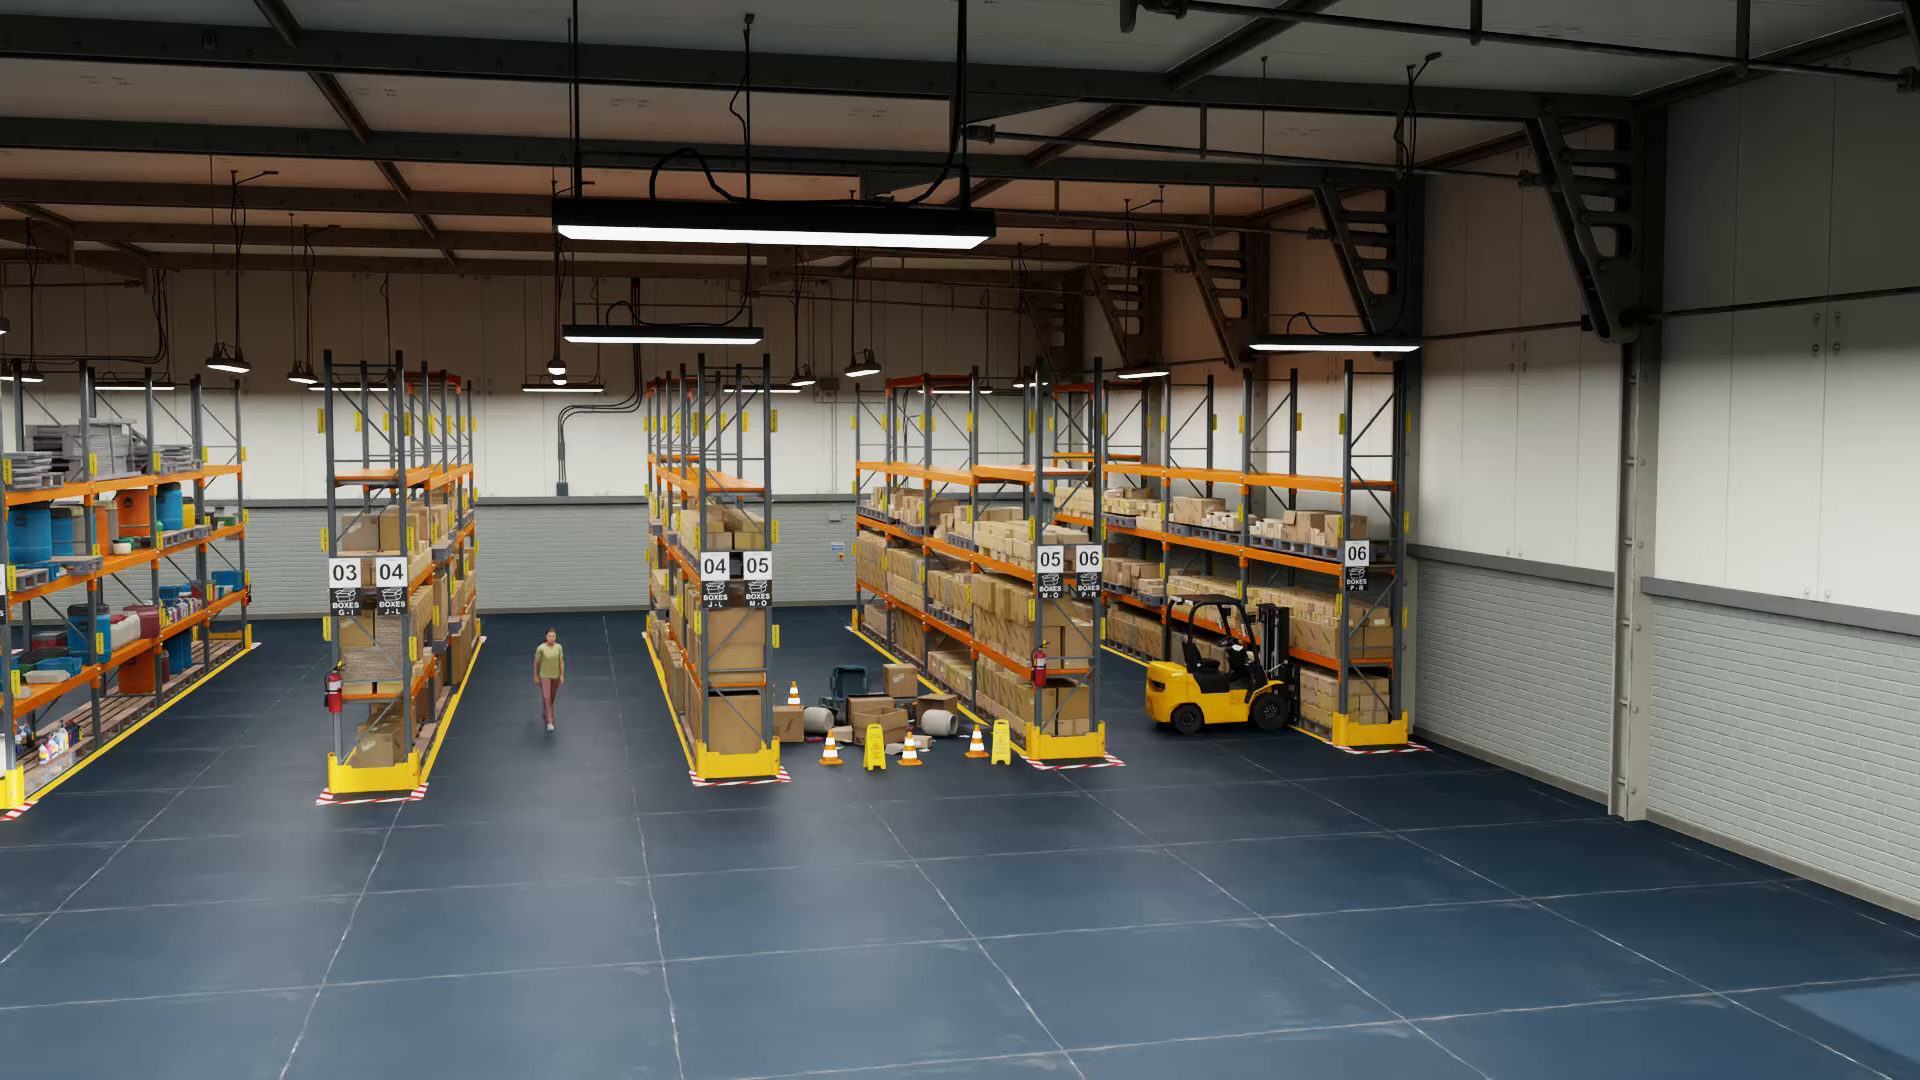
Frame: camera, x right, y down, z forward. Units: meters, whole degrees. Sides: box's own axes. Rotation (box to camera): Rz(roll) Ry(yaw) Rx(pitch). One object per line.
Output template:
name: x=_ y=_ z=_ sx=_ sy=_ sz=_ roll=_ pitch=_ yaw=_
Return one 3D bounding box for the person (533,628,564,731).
person: x=-6.738 y=2.258 z=27.377 sx=0.475 sy=1.626 sz=0.928 roll=-3 pitch=5 yaw=-39
